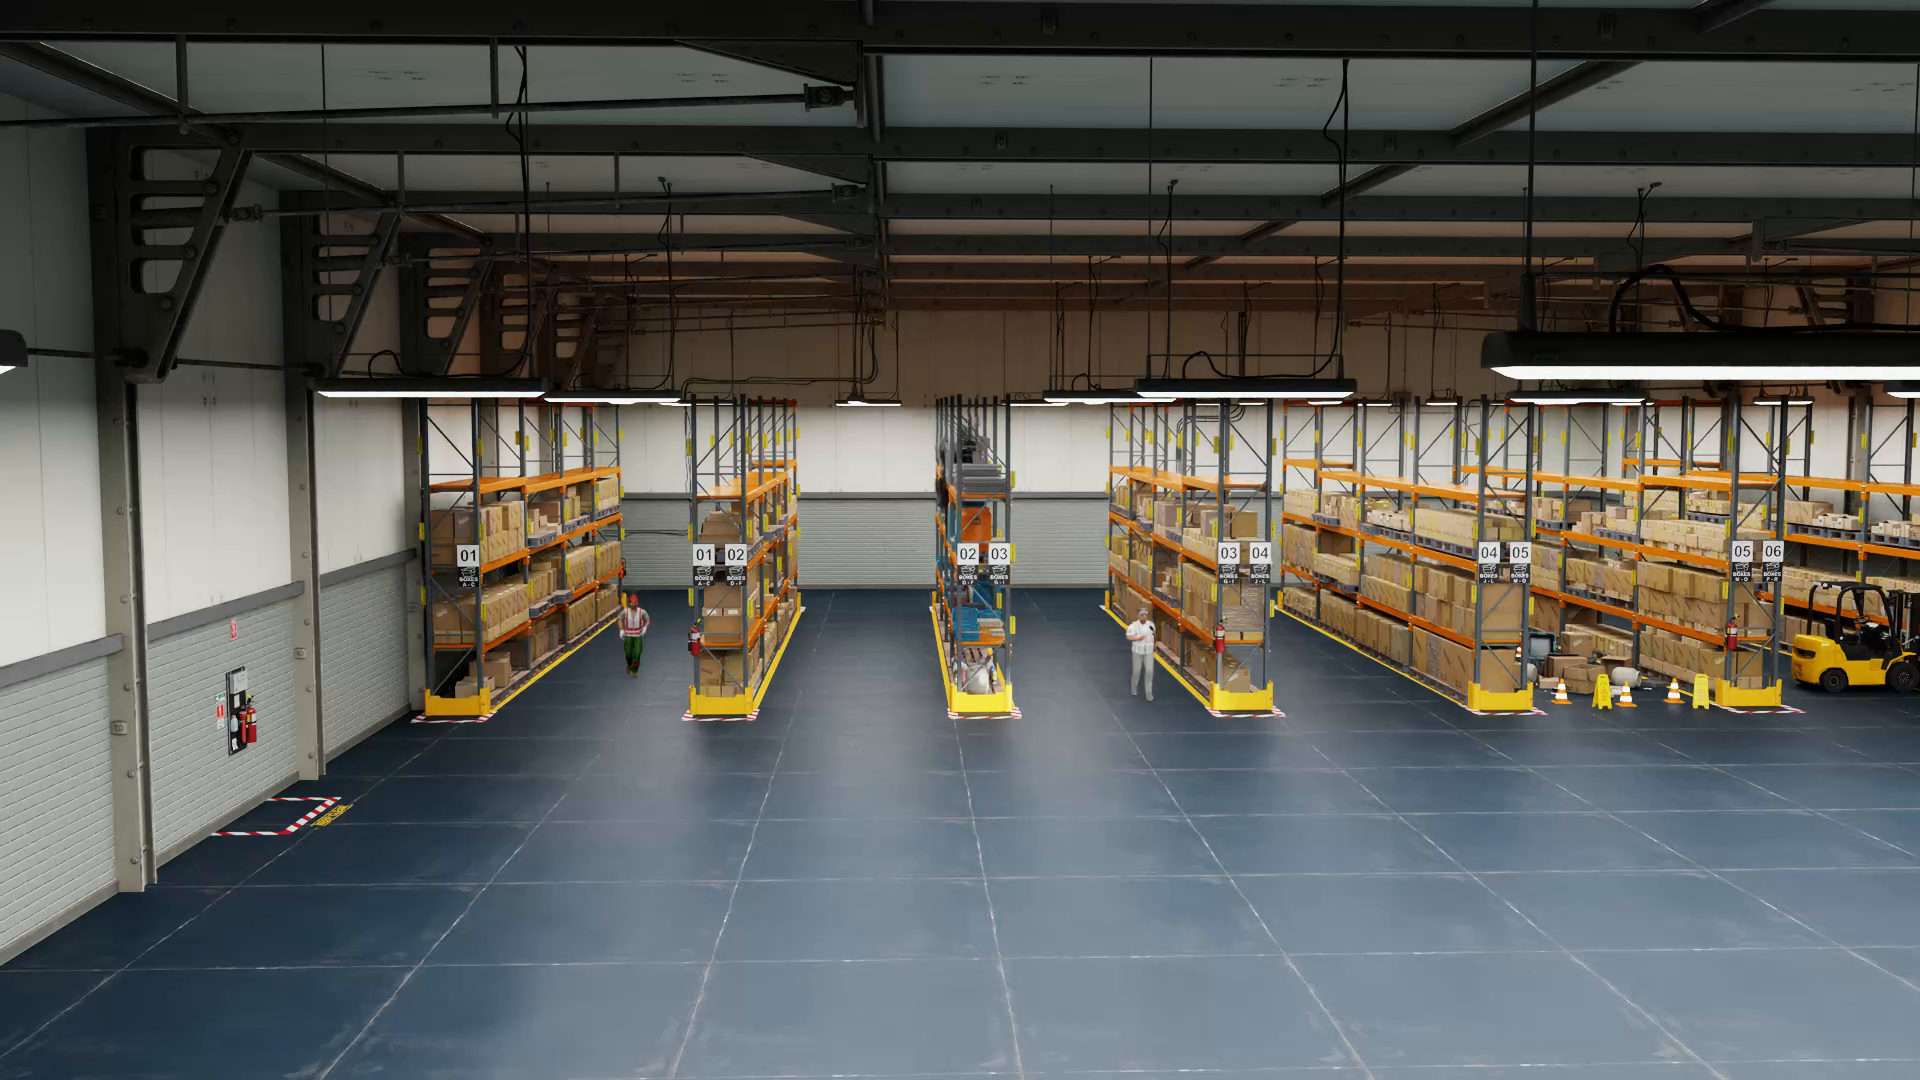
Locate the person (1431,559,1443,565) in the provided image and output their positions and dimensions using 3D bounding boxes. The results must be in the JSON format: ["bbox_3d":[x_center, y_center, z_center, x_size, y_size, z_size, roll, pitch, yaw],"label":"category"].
[{"bbox_3d":[14.201,0.975,49.294,0.934,1.778,0.710,1,5,8],"label":"person"}]

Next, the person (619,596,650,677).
[{"bbox_3d":[-6.937,2.058,35.456,0.668,1.747,0.583,-1,5,-11],"label":"person"}]

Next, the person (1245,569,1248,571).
[{"bbox_3d":[8.078,1.150,48.278,0.696,1.667,0.727,4,6,41],"label":"person"}]

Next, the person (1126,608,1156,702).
[{"bbox_3d":[3.595,2.243,32.923,0.664,1.840,0.847,-1,5,-7],"label":"person"}]
